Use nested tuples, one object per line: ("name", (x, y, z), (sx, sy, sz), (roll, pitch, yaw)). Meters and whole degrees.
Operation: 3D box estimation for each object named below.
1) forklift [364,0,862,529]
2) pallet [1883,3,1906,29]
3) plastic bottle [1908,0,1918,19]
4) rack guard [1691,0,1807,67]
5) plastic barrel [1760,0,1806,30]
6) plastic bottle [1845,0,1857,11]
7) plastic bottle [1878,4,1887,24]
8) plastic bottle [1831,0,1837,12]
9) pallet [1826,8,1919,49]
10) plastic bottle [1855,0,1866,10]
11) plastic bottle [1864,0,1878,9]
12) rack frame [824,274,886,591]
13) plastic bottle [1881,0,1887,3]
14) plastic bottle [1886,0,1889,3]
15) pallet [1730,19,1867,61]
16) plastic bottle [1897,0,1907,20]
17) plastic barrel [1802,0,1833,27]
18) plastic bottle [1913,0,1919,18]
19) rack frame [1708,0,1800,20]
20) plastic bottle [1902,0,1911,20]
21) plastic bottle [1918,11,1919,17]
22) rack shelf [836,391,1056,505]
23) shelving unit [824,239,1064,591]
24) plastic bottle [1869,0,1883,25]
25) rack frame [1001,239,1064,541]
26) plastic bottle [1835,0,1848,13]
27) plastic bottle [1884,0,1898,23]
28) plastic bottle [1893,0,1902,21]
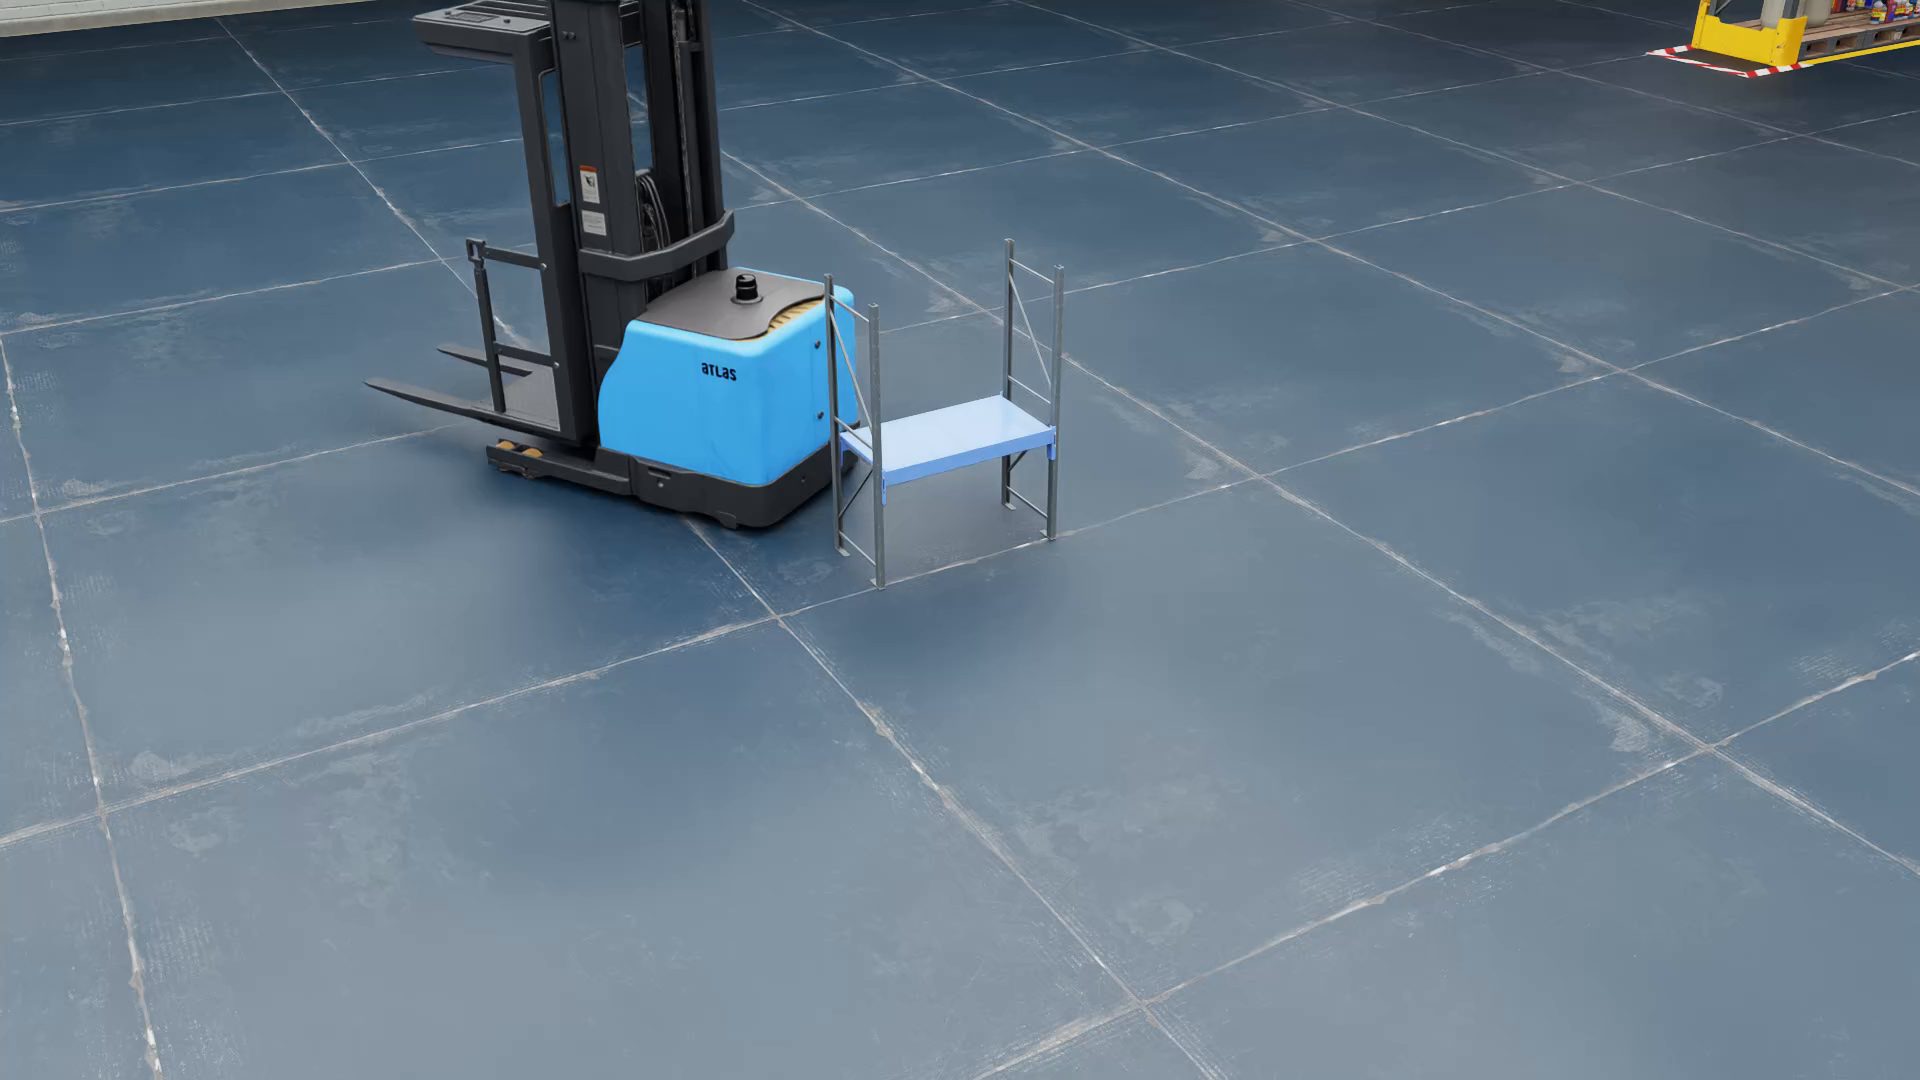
("forklift", (-2.097, -1.836, 9.043), (3.031, 2.935, 1.130), (15, 32, 24))
("pallet", (11.547, -6.306, 19.958), (1.213, 0.211, 1.003), (-16, 33, -26))
("plastic bottle", (10.976, -6.165, 19.184), (0.097, 0.271, 0.097), (0, 29, 0))
("rack guard", (8.740, -5.638, 18.449), (0.348, 0.500, 1.175), (-16, 33, -26))
("plastic barrel", (9.227, -5.982, 18.625), (0.421, 0.512, 0.421), (0, 29, 0))
("plastic bottle", (10.490, -6.331, 19.558), (0.097, 0.201, 0.097), (0, 29, 0))
("plastic bottle", (10.509, -6.001, 18.961), (0.097, 0.201, 0.097), (0, 29, 0))
("plastic bottle", (10.291, -6.377, 19.565), (0.135, 0.276, 0.152), (-16, 33, -26))
("pallet", (10.494, -6.005, 19.413), (1.213, 0.211, 1.003), (-16, 33, -26))
("plastic bottle", (10.650, -6.381, 19.649), (0.097, 0.201, 0.097), (0, 29, 0))
("plastic bottle", (10.808, -6.443, 19.684), (0.135, 0.276, 0.152), (-16, 33, -26))
("rack frame", (-0.512, -0.511, 8.124), (0.032, 1.500, 0.500), (-16, 33, -26))
("plastic bottle", (11.078, -6.636, 19.956), (0.185, 0.351, 0.144), (-17, 33, -28))
("plastic bottle", (11.177, -6.561, 19.903), (0.097, 0.271, 0.097), (0, 29, 0))
("pallet", (9.443, -5.709, 18.876), (1.213, 0.211, 1.003), (-16, 33, -26))
("plastic bottle", (10.801, -6.115, 19.095), (0.097, 0.271, 0.097), (0, 29, 0))
("plastic barrel", (9.659, -6.105, 18.848), (0.421, 0.512, 0.421), (0, 29, 0))
("plastic bottle", (11.064, -6.159, 19.247), (0.097, 0.201, 0.097), (0, 29, 0))
("rack frame", (8.698, -6.695, 17.776), (0.127, 3.000, 1.000), (-16, 33, -26))
("plastic bottle", (10.887, -6.109, 19.155), (0.097, 0.201, 0.097), (0, 29, 0))
("plastic bottle", (11.152, -6.232, 19.302), (0.135, 0.276, 0.152), (-15, 32, -25))
("rack shelf", (-0.074, -0.478, 8.437), (1.000, 0.185, 0.538), (-16, 33, -26))
("shelving unit", (-0.074, -0.636, 8.350), (1.048, 1.500, 0.538), (-16, 33, -26))
("plastic bottle", (10.419, -6.007, 18.898), (0.097, 0.271, 0.097), (0, 29, 0))
("rack frame", (0.365, -0.760, 8.575), (0.032, 1.500, 0.500), (-16, 33, -26))
("plastic bottle", (10.345, -6.336, 19.483), (0.133, 0.283, 0.061), (-16, 33, -26))
("plastic bottle", (10.624, -6.060, 18.982), (0.133, 0.283, 0.061), (-15, 32, -26))
("plastic bottle", (10.715, -6.091, 19.050), (0.097, 0.271, 0.097), (0, 29, 0))
